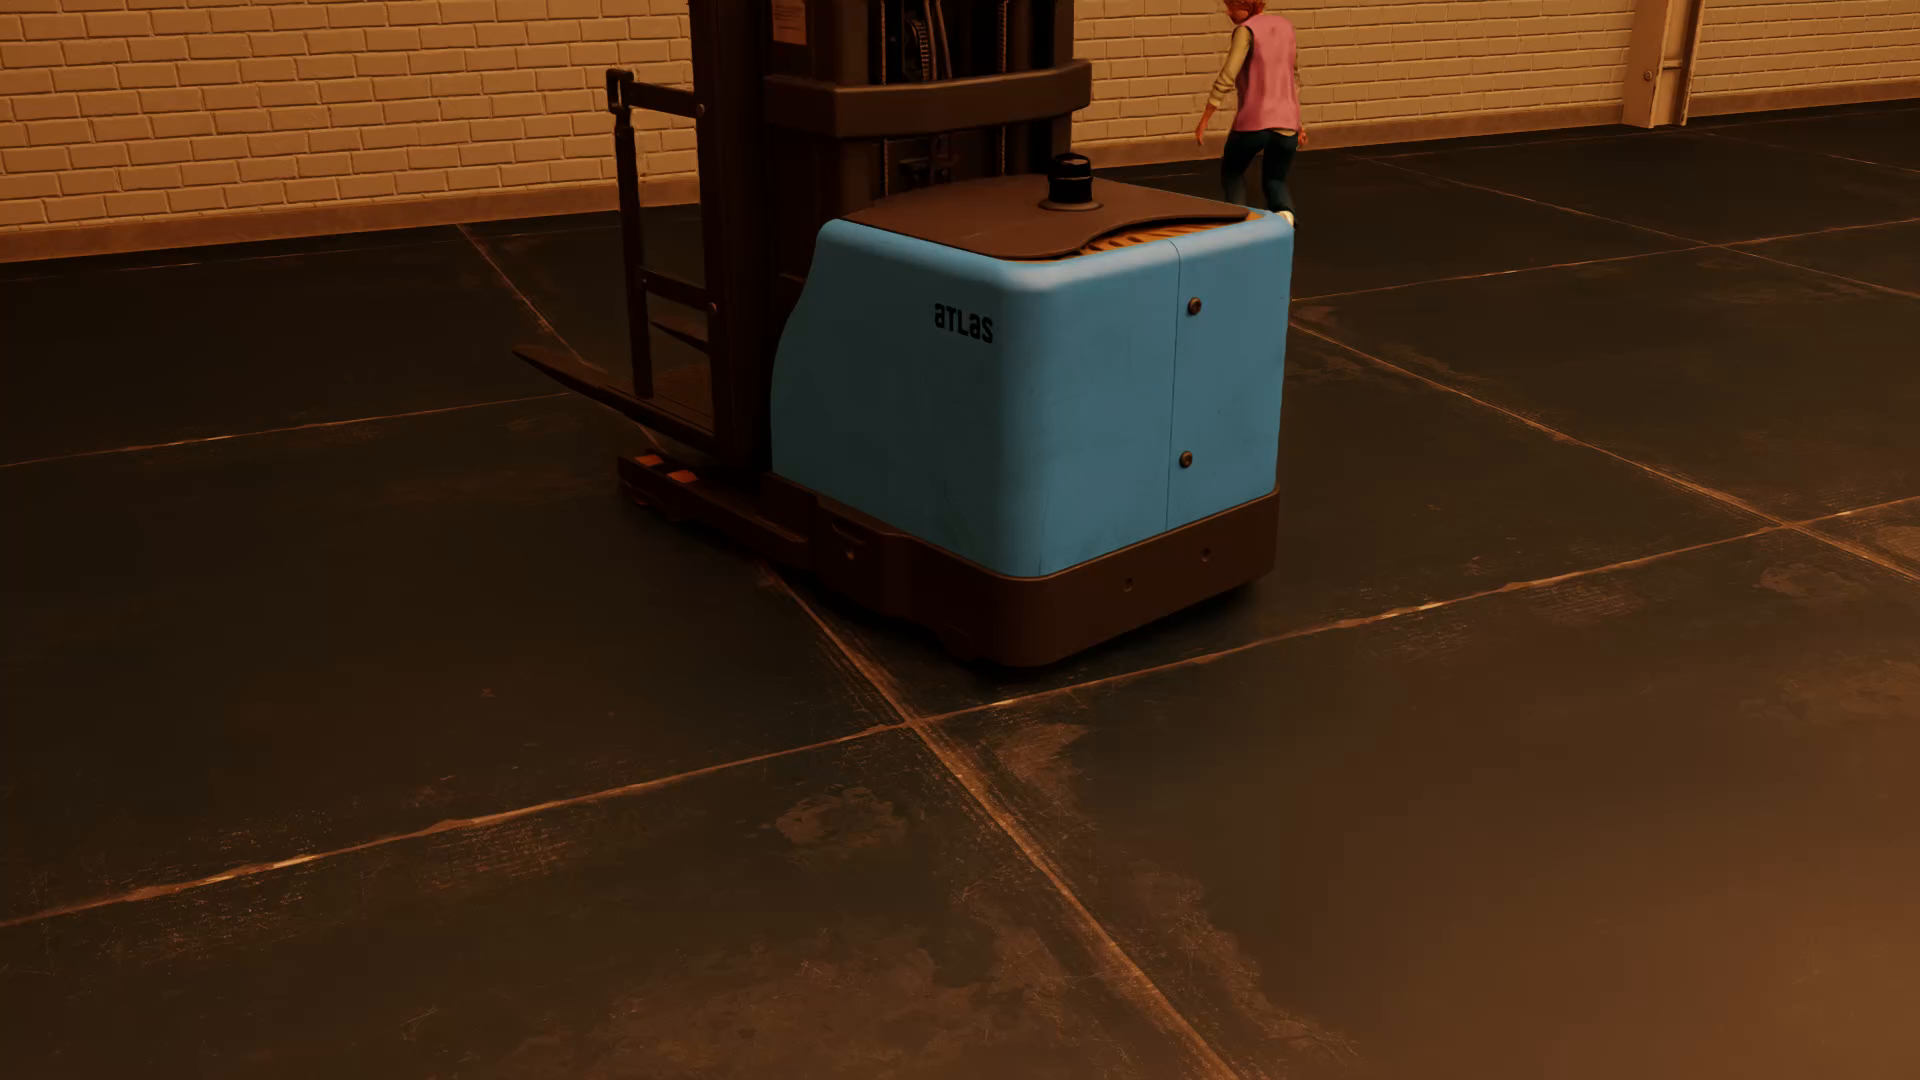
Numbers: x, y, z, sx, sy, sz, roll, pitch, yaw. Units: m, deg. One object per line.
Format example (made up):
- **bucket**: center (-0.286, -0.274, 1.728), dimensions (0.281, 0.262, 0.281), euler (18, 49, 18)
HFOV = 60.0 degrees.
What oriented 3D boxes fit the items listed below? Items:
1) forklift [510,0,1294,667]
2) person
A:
- **forklift**: center (-0.451, -1.521, 4.947), dimensions (1.130, 2.935, 3.031), euler (-19, 29, -37)
- **person**: center (1.535, -2.108, 8.393), dimensions (0.692, 1.402, 0.583), euler (-7, 24, -17)
